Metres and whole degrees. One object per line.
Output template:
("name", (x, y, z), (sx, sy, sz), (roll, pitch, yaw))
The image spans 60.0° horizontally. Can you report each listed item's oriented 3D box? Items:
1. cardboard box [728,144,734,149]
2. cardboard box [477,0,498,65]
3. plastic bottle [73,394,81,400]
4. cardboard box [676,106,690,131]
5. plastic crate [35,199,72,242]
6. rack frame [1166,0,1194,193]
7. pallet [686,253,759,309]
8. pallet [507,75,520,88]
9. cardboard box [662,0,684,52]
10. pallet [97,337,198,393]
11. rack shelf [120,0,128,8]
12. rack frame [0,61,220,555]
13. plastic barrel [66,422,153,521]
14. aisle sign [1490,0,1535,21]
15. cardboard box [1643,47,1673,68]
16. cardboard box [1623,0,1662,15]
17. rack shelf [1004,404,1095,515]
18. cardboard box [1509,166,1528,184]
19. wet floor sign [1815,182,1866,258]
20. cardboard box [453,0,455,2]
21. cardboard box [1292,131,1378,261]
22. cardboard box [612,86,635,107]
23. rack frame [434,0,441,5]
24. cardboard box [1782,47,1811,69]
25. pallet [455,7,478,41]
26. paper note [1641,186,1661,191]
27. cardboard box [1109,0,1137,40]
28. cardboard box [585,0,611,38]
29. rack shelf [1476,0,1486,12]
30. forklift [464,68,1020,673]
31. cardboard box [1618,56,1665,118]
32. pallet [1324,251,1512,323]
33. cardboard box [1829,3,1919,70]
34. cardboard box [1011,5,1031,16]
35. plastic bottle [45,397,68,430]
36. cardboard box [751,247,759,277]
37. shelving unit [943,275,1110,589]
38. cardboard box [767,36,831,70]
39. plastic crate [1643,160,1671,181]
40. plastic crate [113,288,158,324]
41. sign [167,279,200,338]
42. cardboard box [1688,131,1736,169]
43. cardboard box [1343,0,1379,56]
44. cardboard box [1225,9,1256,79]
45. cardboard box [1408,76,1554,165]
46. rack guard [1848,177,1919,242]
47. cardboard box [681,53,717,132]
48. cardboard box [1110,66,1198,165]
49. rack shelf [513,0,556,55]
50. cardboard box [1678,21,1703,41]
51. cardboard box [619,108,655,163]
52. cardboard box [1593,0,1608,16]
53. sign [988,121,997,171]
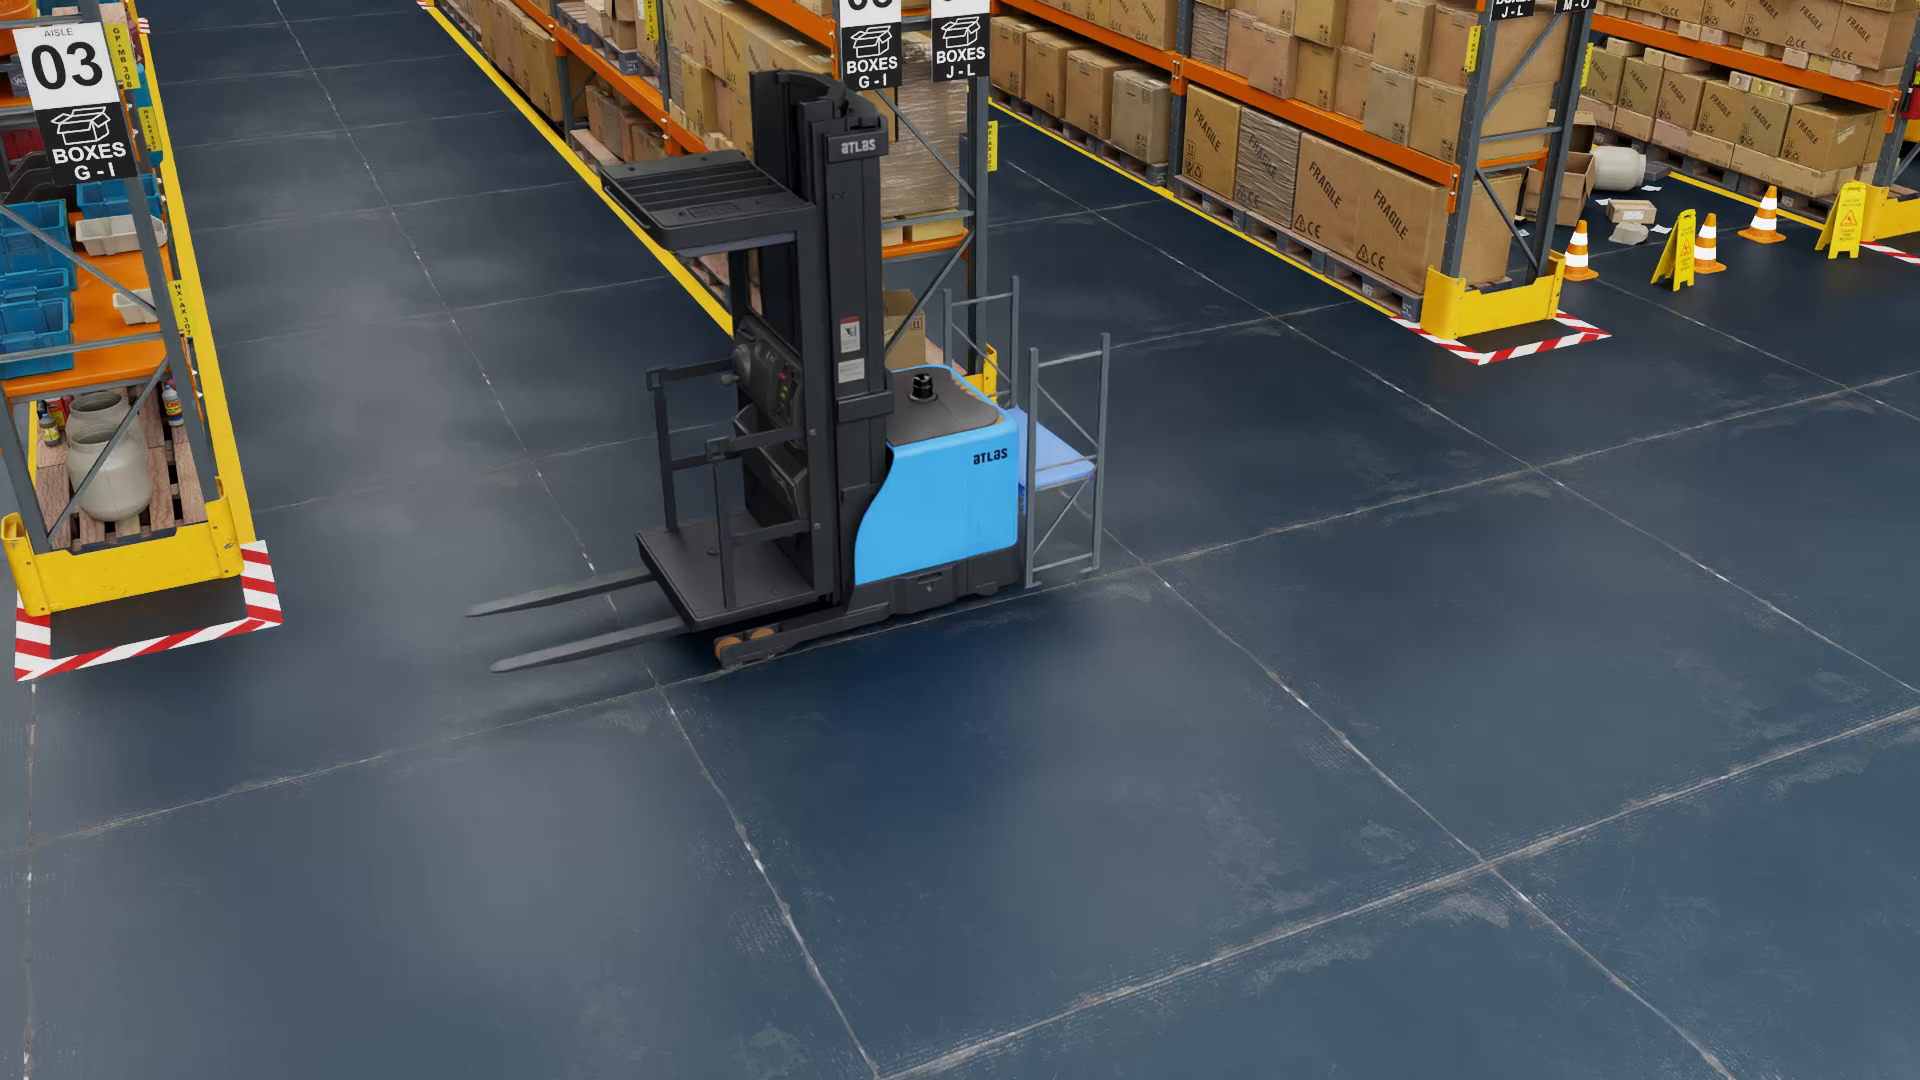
("cardboard box", (-1.534, -2.916, 12.614), (0.380, 0.149, 0.250), (-13, 32, -22))
("cardboard box", (-5.152, -6.356, 20.233), (1.225, 0.875, 0.875), (-13, 32, -22))
("plastic bottle", (-5.990, -0.940, 11.244), (0.097, 0.201, 0.097), (0, 29, 0))
("cardboard box", (-2.095, -3.463, 13.589), (0.380, 0.149, 0.250), (-13, 32, -22))
("plastic crate", (-6.156, -2.053, 11.033), (0.450, 0.188, 0.662), (-13, 32, -22))
("rack frame", (2.512, -4.841, 15.789), (1.000, 3.000, 0.127), (-13, 32, -22))
("pallet", (-1.691, -2.338, 14.177), (1.003, 0.211, 1.213), (-13, 32, -22))
("pallet", (-5.046, -5.836, 20.415), (1.003, 0.211, 1.213), (-13, 32, -22))
("cardboard box", (-2.047, -4.201, 13.220), (0.500, 0.500, 0.500), (-13, 32, -22))
("pallet", (-6.234, -1.282, 12.294), (1.003, 0.211, 1.213), (-13, 32, -22))
("rack shelf", (-9.060, -5.141, 17.059), (1.077, 0.370, 4.000), (-13, 32, -22))
("rack frame", (-4.767, -1.037, 9.005), (1.000, 3.000, 0.127), (-13, 32, -22))
("plastic barrel", (-5.119, -0.410, 10.001), (0.421, 0.512, 0.421), (0, 29, 0))
("aisle sign", (3.989, -4.113, 11.834), (0.394, 0.787, 0.004), (-13, 32, -22))
("cardboard box", (7.171, -4.907, 16.859), (0.380, 0.149, 0.250), (-12, 31, -20))
("cardboard box", (7.113, -5.628, 16.787), (0.500, 0.500, 0.500), (-13, 32, -22))
("rack shelf", (0.364, -0.495, 9.940), (0.538, 0.185, 1.000), (-14, 32, -24))
("cardboard box", (5.207, -3.784, 16.317), (0.797, 0.637, 0.503), (-13, 32, -22))
("wet floor sign", (7.772, -2.822, 14.596), (0.267, 0.644, 0.232), (-3, 29, -5))
("cardboard box", (-6.815, -8.135, 23.407), (0.875, 0.875, 0.875), (-13, 32, -22))
("cardboard box", (3.499, -3.004, 14.256), (0.875, 0.875, 0.875), (-14, 32, -23))
("cardboard box", (-3.176, -4.518, 16.552), (0.500, 0.250, 0.500), (-9, 31, -16))
("rack frame", (-7.162, -9.145, 23.464), (1.000, 3.000, 0.127), (-13, 32, -22))
("cardboard box", (7.865, -4.482, 15.406), (0.380, 0.149, 0.250), (-13, 32, -21))
("pallet", (-6.229, -7.053, 22.586), (1.003, 0.211, 1.213), (-13, 32, -22))
("paper note", (6.812, -3.468, 16.377), (0.148, 0.019, 0.142), (26, 38, 38))
("cardboard box", (1.830, -5.282, 16.473), (0.500, 0.500, 0.500), (-13, 32, -23))
("cardboard box", (-3.216, -4.940, 15.690), (0.500, 0.250, 0.500), (-14, 32, -23))
("rack shelf", (3.371, -4.952, 13.655), (1.077, 0.370, 4.000), (-13, 32, -22))
("forklift", (-1.207, -0.881, 8.798), (3.031, 2.935, 1.130), (-14, 32, -23))
("cardboard box", (7.189, -4.684, 17.125), (0.500, 0.500, 0.500), (-12, 31, -20))
("pallet", (3.815, -2.194, 13.920), (1.003, 0.211, 1.213), (-13, 32, -22))
("cardboard box", (8.175, -4.513, 14.798), (0.500, 0.500, 0.500), (-14, 32, -23))
("cardboard box", (0.718, -6.383, 19.899), (0.500, 0.250, 0.500), (-15, 32, -24))
("plastic bottle", (-6.035, -0.877, 11.055), (0.152, 0.276, 0.135), (-13, 32, -22))
("cardboard box", (-1.623, -2.500, 13.741), (0.500, 0.500, 0.500), (-3, 29, -6))
("shelving unit", (0.364, -0.652, 9.852), (0.538, 1.500, 1.048), (-14, 32, -24))
("cardboard box", (-0.973, -3.097, 11.251), (0.500, 0.500, 0.500), (-13, 32, -22))
("plastic crate", (6.873, -3.786, 16.892), (0.583, 0.080, 0.402), (26, 38, 38))
("plastic crate", (-4.861, -1.385, 9.895), (0.298, 0.136, 0.250), (-13, 32, -22))
("sign", (-4.268, -1.271, 9.140), (0.100, 0.325, 0.005), (-13, 32, -22))
("cardboard box", (7.622, -3.903, 16.498), (0.500, 0.250, 0.500), (-14, 32, -24))
("cardboard box", (3.668, -4.282, 13.534), (0.875, 0.550, 0.550), (-13, 32, -22))
("cardboard box", (2.938, -4.507, 15.041), (0.875, 0.550, 0.550), (-13, 32, -22))
("cardboard box", (4.029, -3.294, 12.876), (0.875, 0.550, 0.550), (-13, 32, -22))
("rack guard", (8.624, -3.101, 15.242), (1.175, 0.500, 0.348), (-13, 32, -22))
("cardboard box", (-1.691, -3.577, 13.129), (0.875, 0.500, 0.500), (-13, 32, -22))
("cardboard box", (2.164, -4.298, 16.691), (1.050, 0.750, 0.750), (-13, 32, -22))
("rack shelf", (-4.587, -6.181, 18.914), (1.077, 0.370, 4.000), (-13, 32, -22))
("cardboard box", (7.326, -5.042, 16.404), (0.380, 0.149, 0.250), (-13, 32, -22))
("cardboard box", (-2.923, -3.929, 16.269), (0.700, 0.500, 0.500), (-10, 31, -18))
("cardboard box", (6.785, -5.609, 17.415), (0.380, 0.149, 0.250), (-13, 32, -22))
("sign", (0.196, -2.569, 10.851), (0.100, 0.325, 0.005), (-13, 32, -22))
